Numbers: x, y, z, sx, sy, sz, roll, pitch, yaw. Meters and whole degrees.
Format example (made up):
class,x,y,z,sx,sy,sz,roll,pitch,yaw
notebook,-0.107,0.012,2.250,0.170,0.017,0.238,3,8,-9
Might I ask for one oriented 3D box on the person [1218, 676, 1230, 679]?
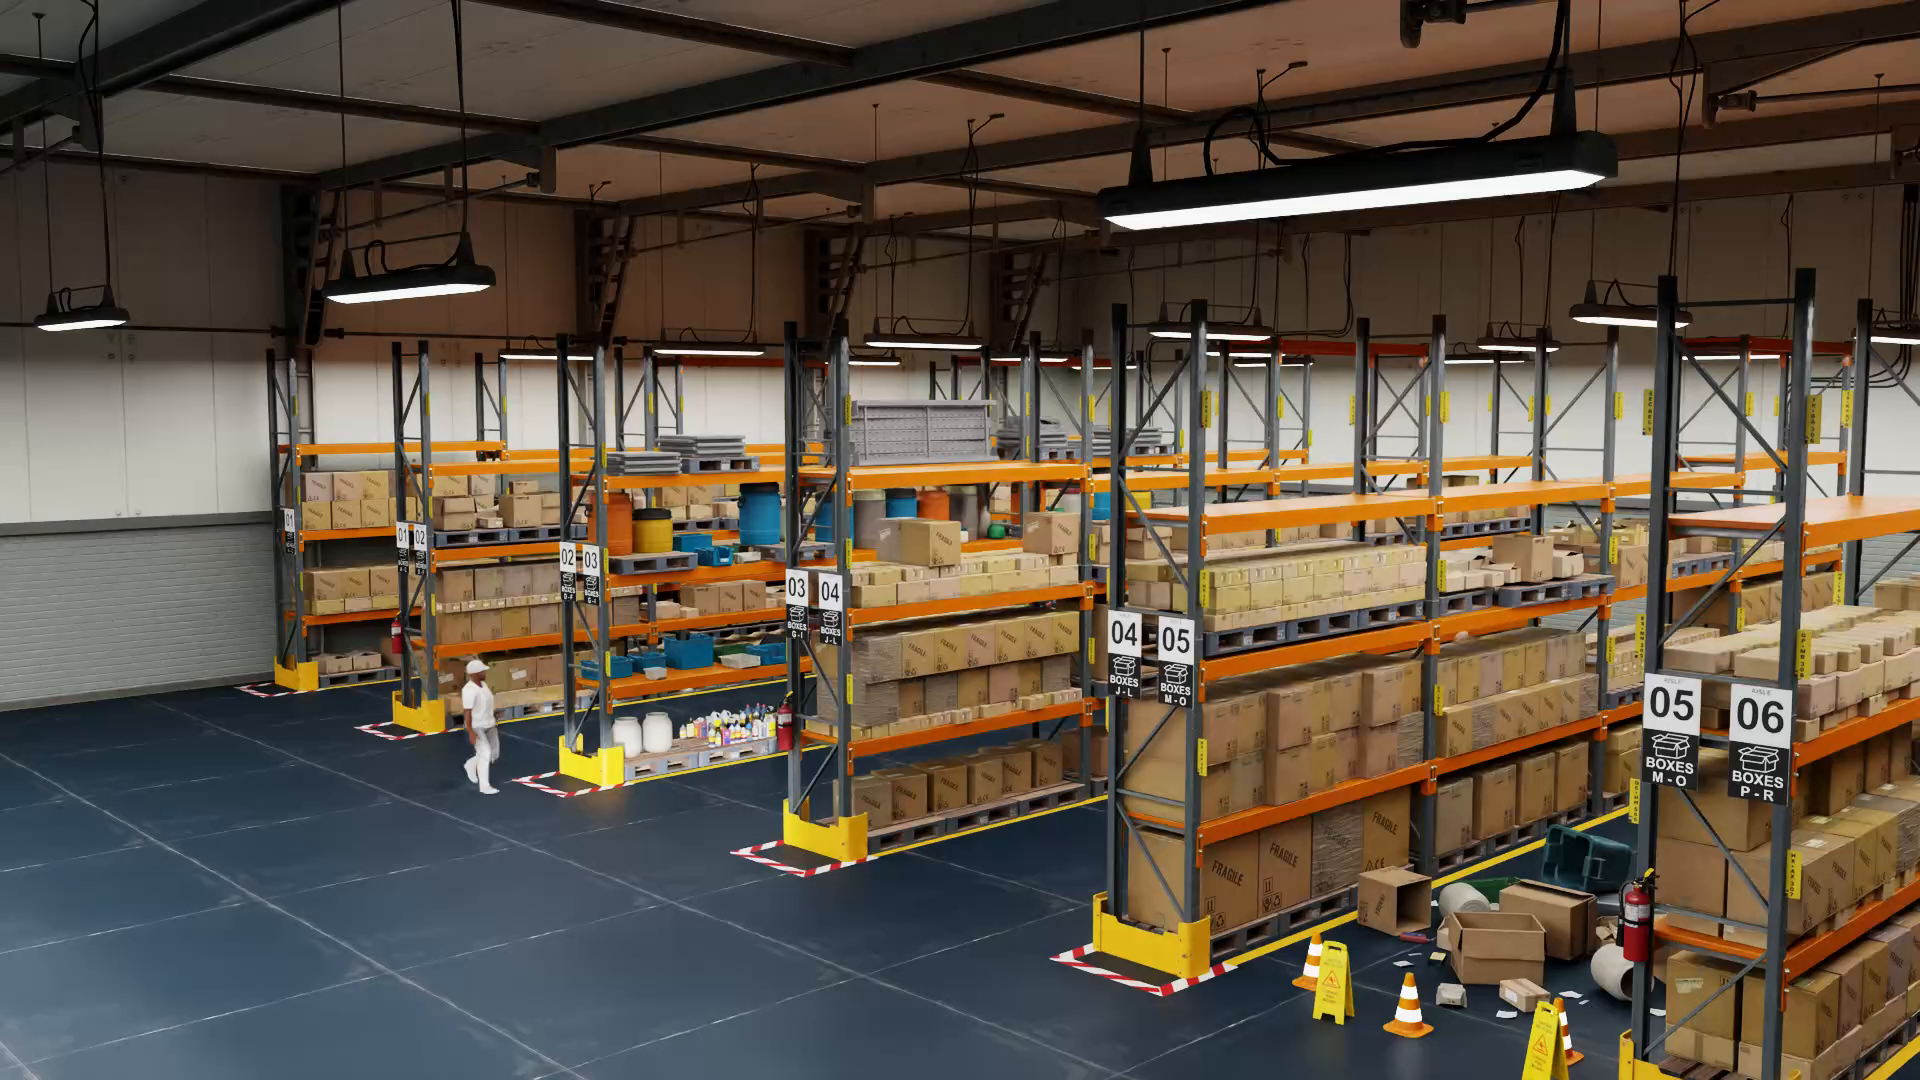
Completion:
class,x,y,z,sx,sy,sz,roll,pitch,yaw
person,3.291,2.509,20.936,0.397,1.688,0.519,2,5,24

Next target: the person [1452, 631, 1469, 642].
class,x,y,z,sx,sy,sz,roll,pitch,yaw
person,7.136,2.188,24.024,0.986,1.749,0.714,-5,7,-44

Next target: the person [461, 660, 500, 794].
class,x,y,z,sx,sy,sz,roll,pitch,yaw
person,-6.307,2.422,21.622,0.720,1.740,0.548,3,6,31
